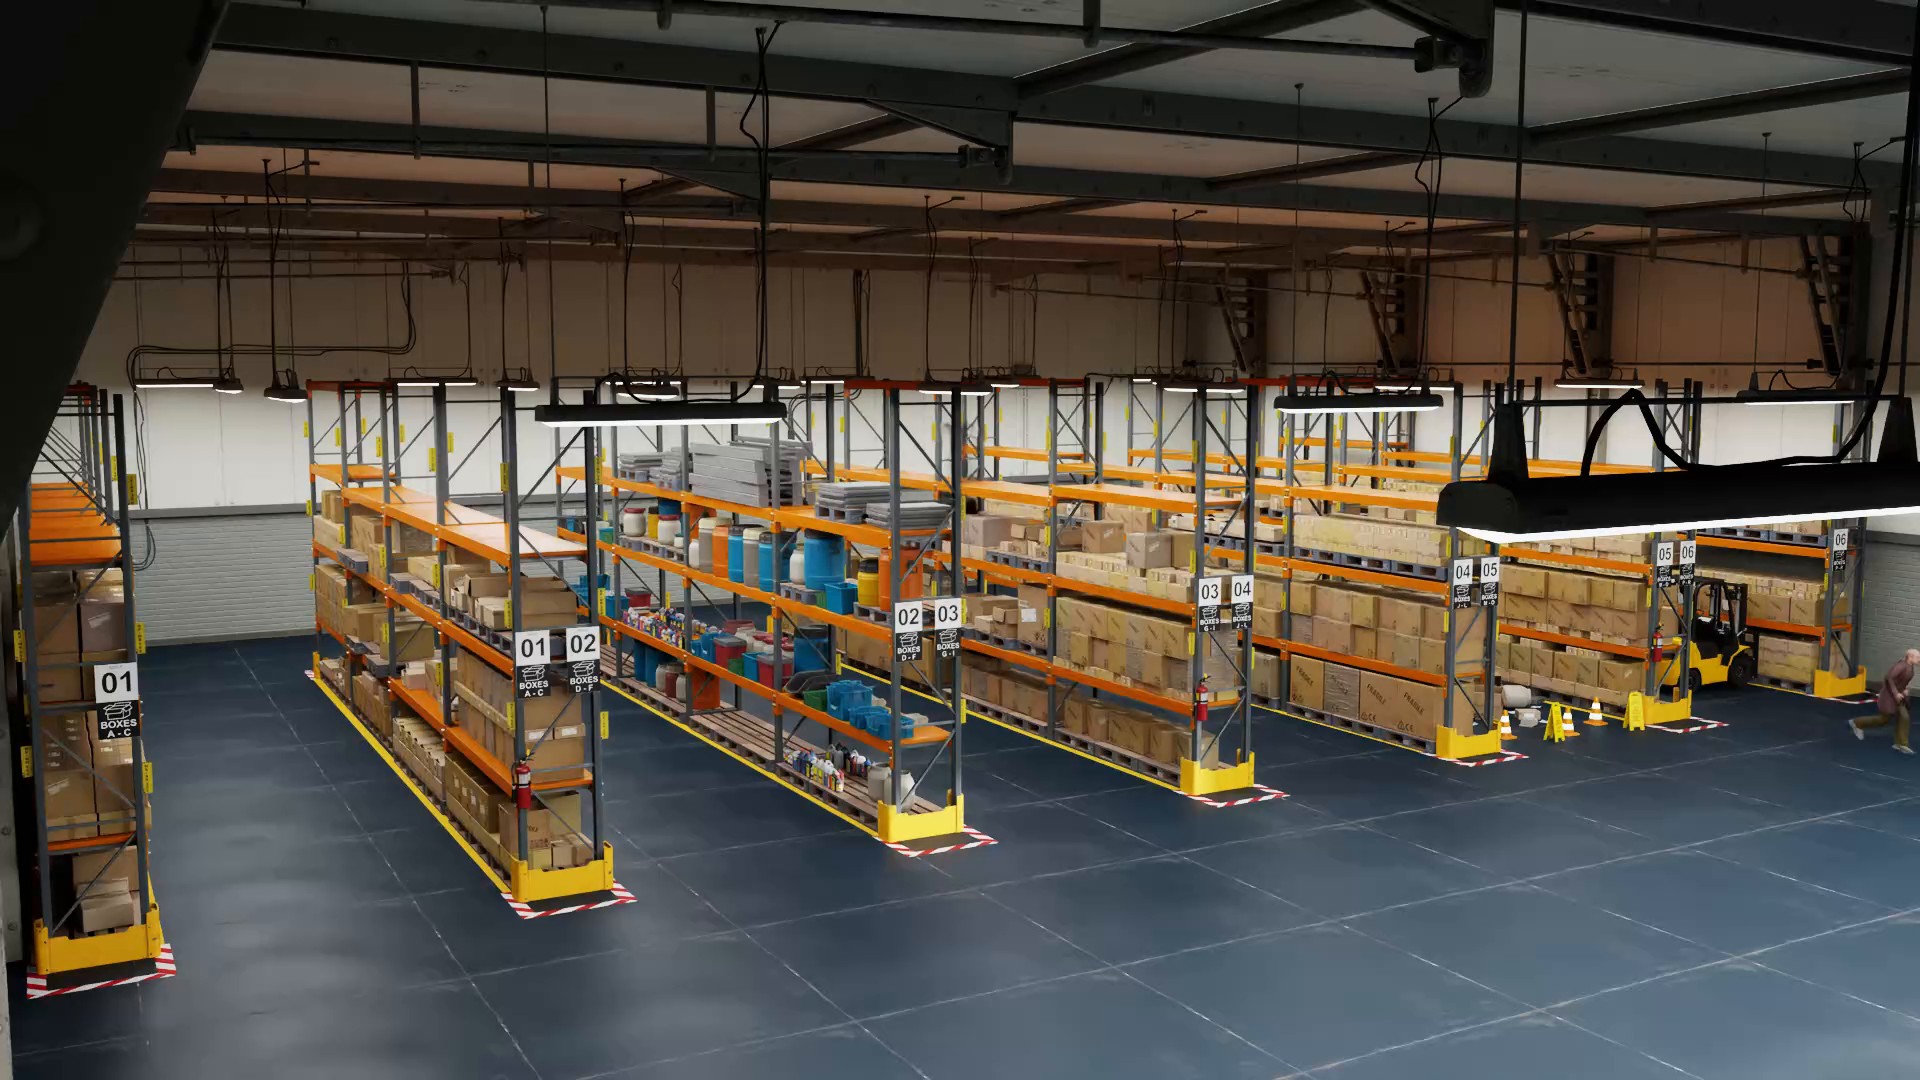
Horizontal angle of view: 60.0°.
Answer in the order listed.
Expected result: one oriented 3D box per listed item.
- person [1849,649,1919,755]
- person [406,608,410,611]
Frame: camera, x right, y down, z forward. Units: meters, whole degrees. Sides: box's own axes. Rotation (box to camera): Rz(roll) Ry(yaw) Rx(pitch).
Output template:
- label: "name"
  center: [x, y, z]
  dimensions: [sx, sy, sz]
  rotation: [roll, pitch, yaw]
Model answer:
- label: "person"
  center: [15.191, 2.604, 27.300]
  dimensions: [1.028, 1.738, 0.730]
  rotation: [5, 8, 40]
- label: "person"
  center: [-11.423, 1.816, 34.804]
  dimensions: [0.506, 1.664, 0.583]
  rotation: [6, 8, 44]
